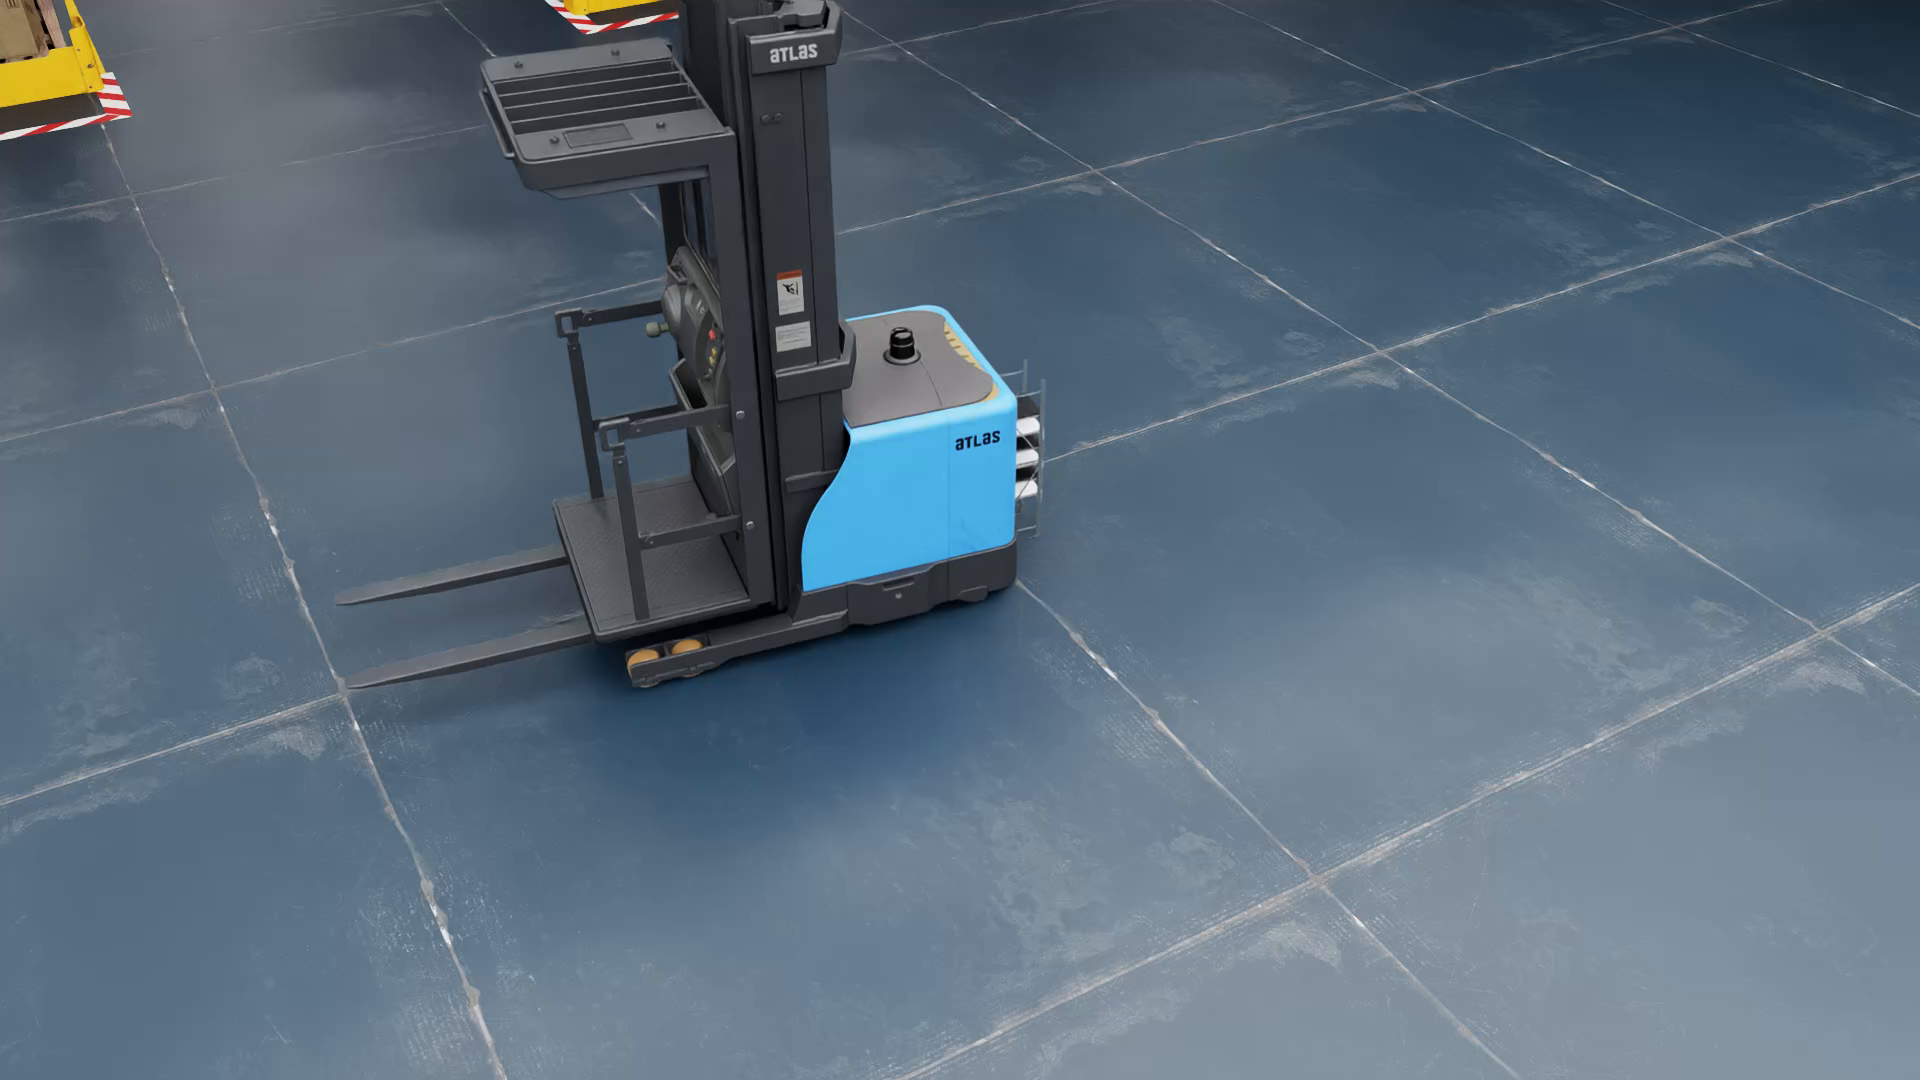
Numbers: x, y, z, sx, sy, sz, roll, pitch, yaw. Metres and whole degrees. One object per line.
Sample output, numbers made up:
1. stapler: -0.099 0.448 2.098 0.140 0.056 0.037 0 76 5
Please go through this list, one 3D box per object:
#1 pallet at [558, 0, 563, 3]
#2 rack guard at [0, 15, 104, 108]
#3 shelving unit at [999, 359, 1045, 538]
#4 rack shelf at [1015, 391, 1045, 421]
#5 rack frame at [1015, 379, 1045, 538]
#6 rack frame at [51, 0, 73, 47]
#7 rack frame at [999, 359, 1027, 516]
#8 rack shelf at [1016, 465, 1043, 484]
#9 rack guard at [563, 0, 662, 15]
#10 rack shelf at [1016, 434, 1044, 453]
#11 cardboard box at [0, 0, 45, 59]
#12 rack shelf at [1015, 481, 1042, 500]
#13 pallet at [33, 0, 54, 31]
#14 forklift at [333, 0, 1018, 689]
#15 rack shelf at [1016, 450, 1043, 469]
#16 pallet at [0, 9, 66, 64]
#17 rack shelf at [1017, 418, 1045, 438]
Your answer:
1. pallet: -3.421 -5.311 15.343 1.003 0.211 1.213 -19 40 -24
2. rack guard: -7.329 -3.664 12.843 1.175 0.500 0.348 -19 40 -24
3. shelving unit: 0.247 -0.415 8.055 0.258 0.900 0.210 -14 38 -18
4. rack shelf: 0.247 -0.606 7.915 0.258 0.077 0.200 -14 38 -18
5. rack frame: 0.286 -0.359 7.979 0.240 0.900 0.006 -14 38 -18
6. rack frame: -7.291 -4.635 12.053 1.000 3.000 0.127 -19 40 -24
7. rack frame: 0.208 -0.470 8.131 0.240 0.900 0.006 -14 38 -18
8. rack shelf: 0.247 -0.315 8.127 0.258 0.077 0.200 -14 38 -18
9. rack guard: -2.939 -5.031 14.715 1.175 0.500 0.348 -19 40 -24
10. rack shelf: 0.247 -0.460 8.021 0.258 0.077 0.200 -14 38 -18
11. cardboard box: -7.590 -4.118 13.109 0.500 0.500 0.500 -12 38 -16
12. rack shelf: 0.247 -0.242 8.181 0.258 0.077 0.200 -14 38 -18
13. pallet: -8.315 -4.594 14.361 1.003 0.211 1.213 -19 40 -24
14. forklift: -1.303 -0.886 6.978 3.031 2.935 1.130 -13 38 -17
15. rack shelf: 0.247 -0.388 8.074 0.258 0.077 0.200 -14 38 -18
16. pallet: -7.706 -3.972 13.510 1.003 0.211 1.213 -19 40 -24
17. rack shelf: 0.247 -0.533 7.968 0.258 0.077 0.200 -14 38 -18
